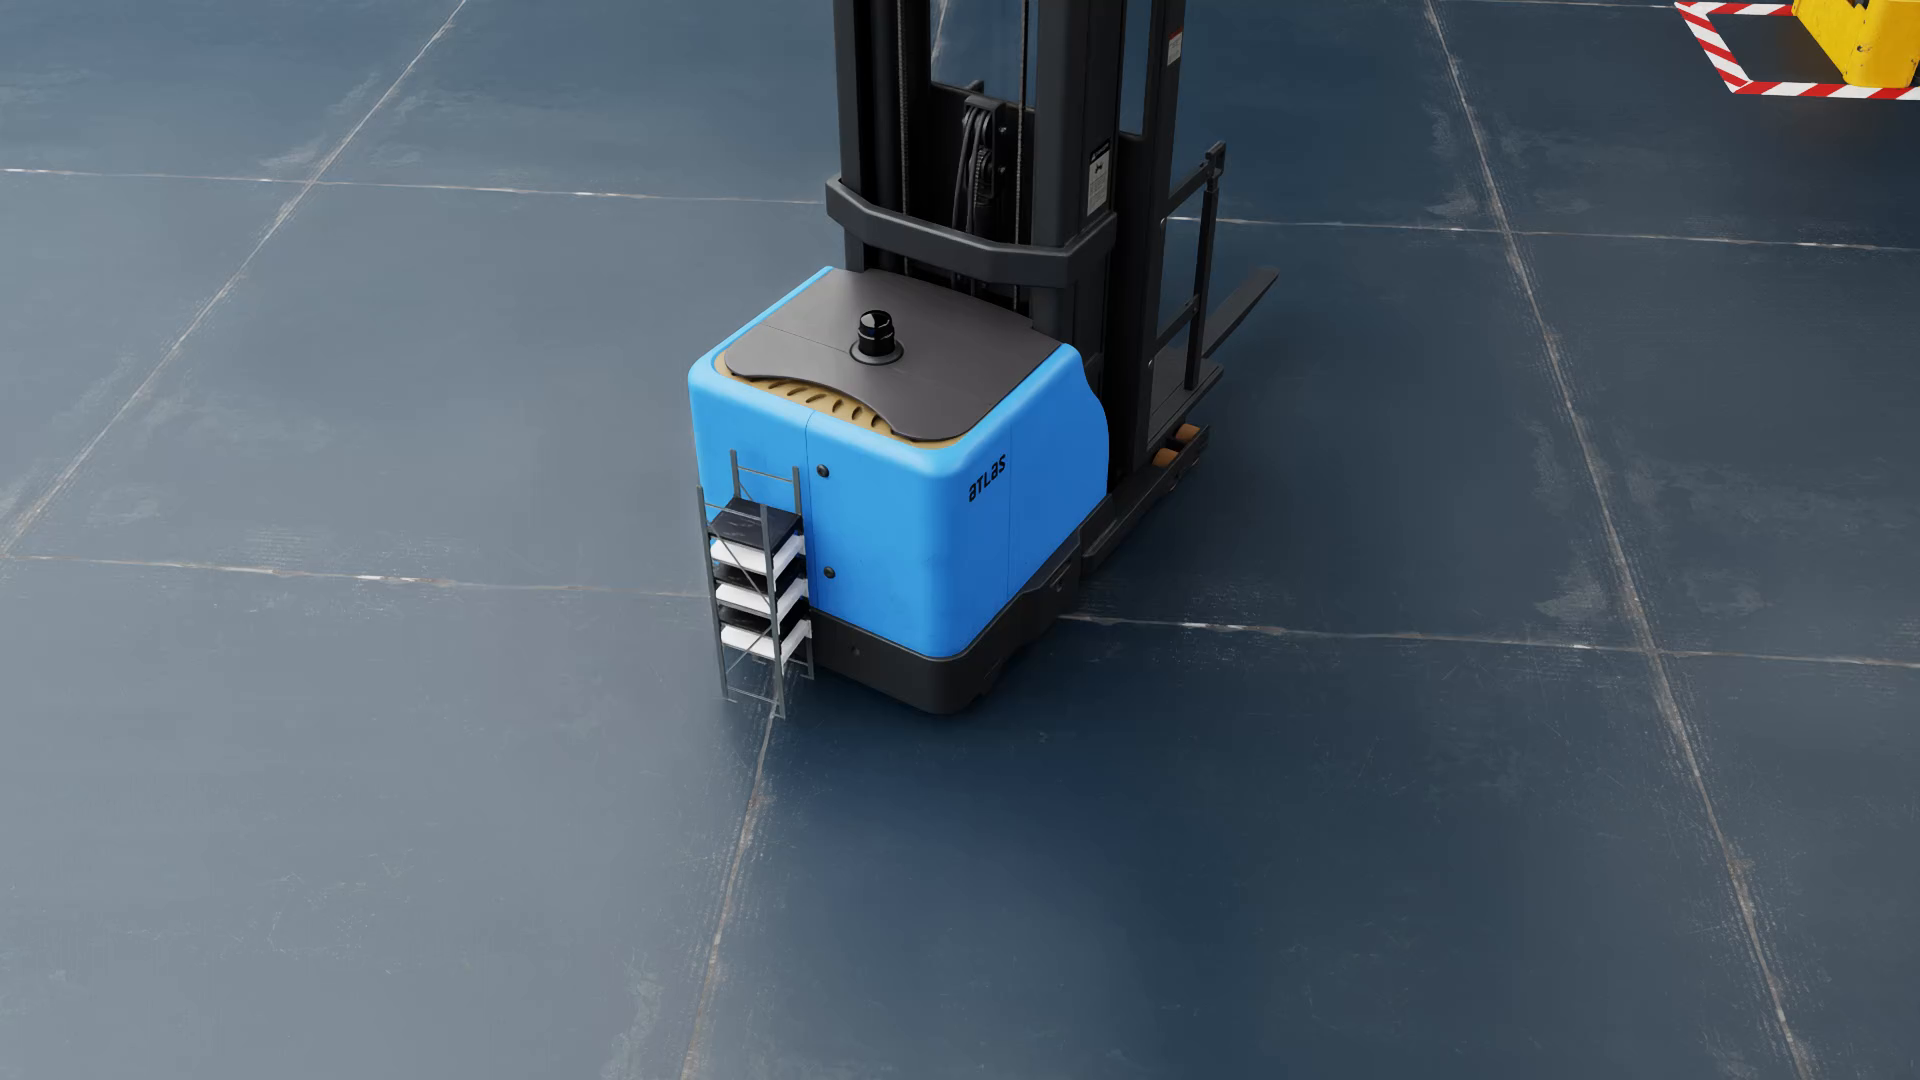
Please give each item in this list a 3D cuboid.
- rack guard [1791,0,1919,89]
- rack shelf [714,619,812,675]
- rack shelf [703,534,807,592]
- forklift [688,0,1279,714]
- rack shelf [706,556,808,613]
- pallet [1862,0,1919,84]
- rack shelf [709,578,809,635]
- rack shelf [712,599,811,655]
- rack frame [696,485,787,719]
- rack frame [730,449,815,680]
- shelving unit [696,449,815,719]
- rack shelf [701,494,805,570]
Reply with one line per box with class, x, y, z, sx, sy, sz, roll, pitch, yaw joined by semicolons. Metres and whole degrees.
rack guard;5.252;-3.113;9.679;0.348;0.500;1.175;3;39;4
rack shelf;-0.646;0.321;5.480;0.258;0.077;0.200;15;42;18
rack shelf;-0.646;0.042;5.253;0.258;0.077;0.200;15;42;18
forklift;0.331;-1.471;5.735;1.130;2.935;3.031;22;44;24
rack shelf;-0.646;0.112;5.310;0.258;0.077;0.200;15;42;18
pallet;6.060;-2.953;9.711;1.213;0.211;1.003;3;39;4
rack shelf;-0.646;0.182;5.367;0.258;0.077;0.200;15;42;18
rack shelf;-0.646;0.251;5.424;0.258;0.077;0.200;15;42;18
rack frame;-0.687;0.215;5.274;0.240;0.900;0.006;15;42;18
rack frame;-0.605;0.097;5.418;0.240;0.900;0.006;15;42;18
shelving unit;-0.646;0.156;5.346;0.258;0.900;0.210;15;42;18
rack shelf;-0.646;-0.028;5.196;0.258;0.077;0.200;15;42;18
